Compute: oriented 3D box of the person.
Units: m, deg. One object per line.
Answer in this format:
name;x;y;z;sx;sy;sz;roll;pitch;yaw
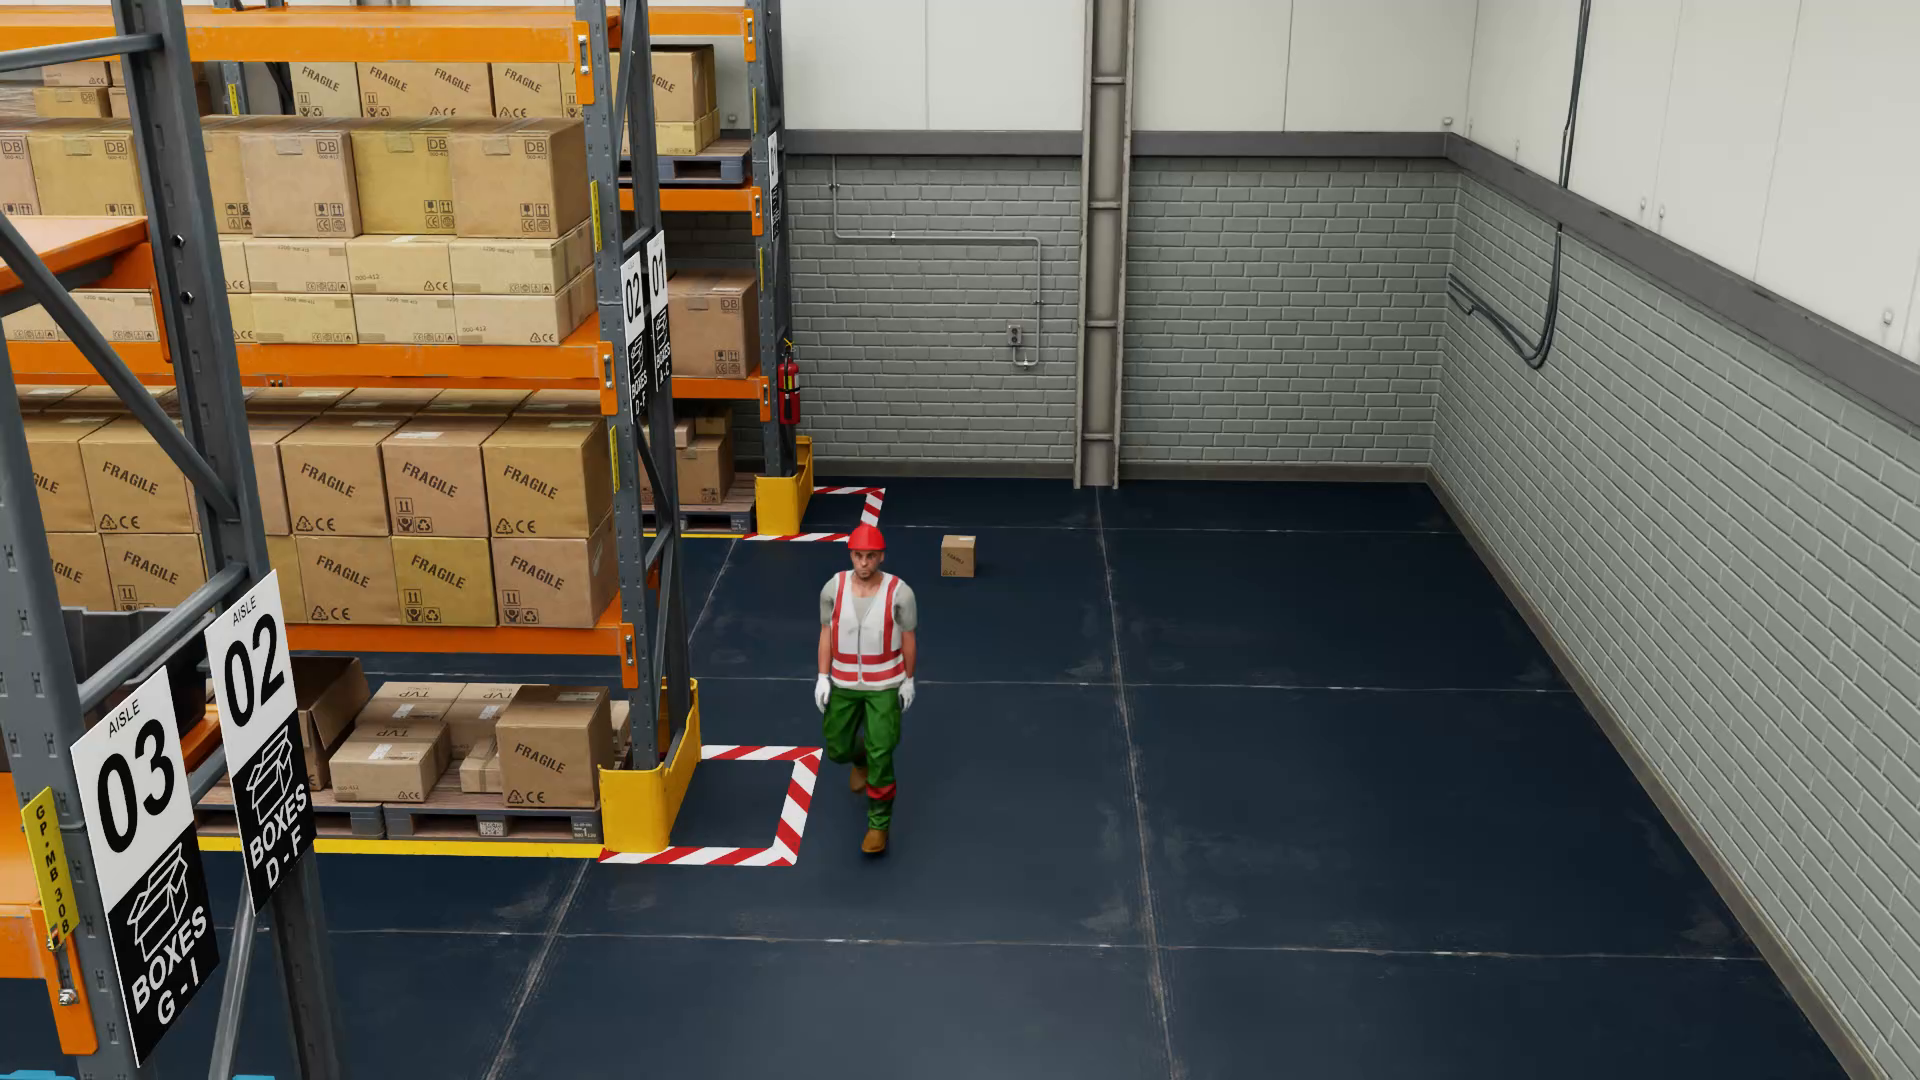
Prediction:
person;-0.505;0.755;9.002;0.539;1.772;0.742;4;21;12
